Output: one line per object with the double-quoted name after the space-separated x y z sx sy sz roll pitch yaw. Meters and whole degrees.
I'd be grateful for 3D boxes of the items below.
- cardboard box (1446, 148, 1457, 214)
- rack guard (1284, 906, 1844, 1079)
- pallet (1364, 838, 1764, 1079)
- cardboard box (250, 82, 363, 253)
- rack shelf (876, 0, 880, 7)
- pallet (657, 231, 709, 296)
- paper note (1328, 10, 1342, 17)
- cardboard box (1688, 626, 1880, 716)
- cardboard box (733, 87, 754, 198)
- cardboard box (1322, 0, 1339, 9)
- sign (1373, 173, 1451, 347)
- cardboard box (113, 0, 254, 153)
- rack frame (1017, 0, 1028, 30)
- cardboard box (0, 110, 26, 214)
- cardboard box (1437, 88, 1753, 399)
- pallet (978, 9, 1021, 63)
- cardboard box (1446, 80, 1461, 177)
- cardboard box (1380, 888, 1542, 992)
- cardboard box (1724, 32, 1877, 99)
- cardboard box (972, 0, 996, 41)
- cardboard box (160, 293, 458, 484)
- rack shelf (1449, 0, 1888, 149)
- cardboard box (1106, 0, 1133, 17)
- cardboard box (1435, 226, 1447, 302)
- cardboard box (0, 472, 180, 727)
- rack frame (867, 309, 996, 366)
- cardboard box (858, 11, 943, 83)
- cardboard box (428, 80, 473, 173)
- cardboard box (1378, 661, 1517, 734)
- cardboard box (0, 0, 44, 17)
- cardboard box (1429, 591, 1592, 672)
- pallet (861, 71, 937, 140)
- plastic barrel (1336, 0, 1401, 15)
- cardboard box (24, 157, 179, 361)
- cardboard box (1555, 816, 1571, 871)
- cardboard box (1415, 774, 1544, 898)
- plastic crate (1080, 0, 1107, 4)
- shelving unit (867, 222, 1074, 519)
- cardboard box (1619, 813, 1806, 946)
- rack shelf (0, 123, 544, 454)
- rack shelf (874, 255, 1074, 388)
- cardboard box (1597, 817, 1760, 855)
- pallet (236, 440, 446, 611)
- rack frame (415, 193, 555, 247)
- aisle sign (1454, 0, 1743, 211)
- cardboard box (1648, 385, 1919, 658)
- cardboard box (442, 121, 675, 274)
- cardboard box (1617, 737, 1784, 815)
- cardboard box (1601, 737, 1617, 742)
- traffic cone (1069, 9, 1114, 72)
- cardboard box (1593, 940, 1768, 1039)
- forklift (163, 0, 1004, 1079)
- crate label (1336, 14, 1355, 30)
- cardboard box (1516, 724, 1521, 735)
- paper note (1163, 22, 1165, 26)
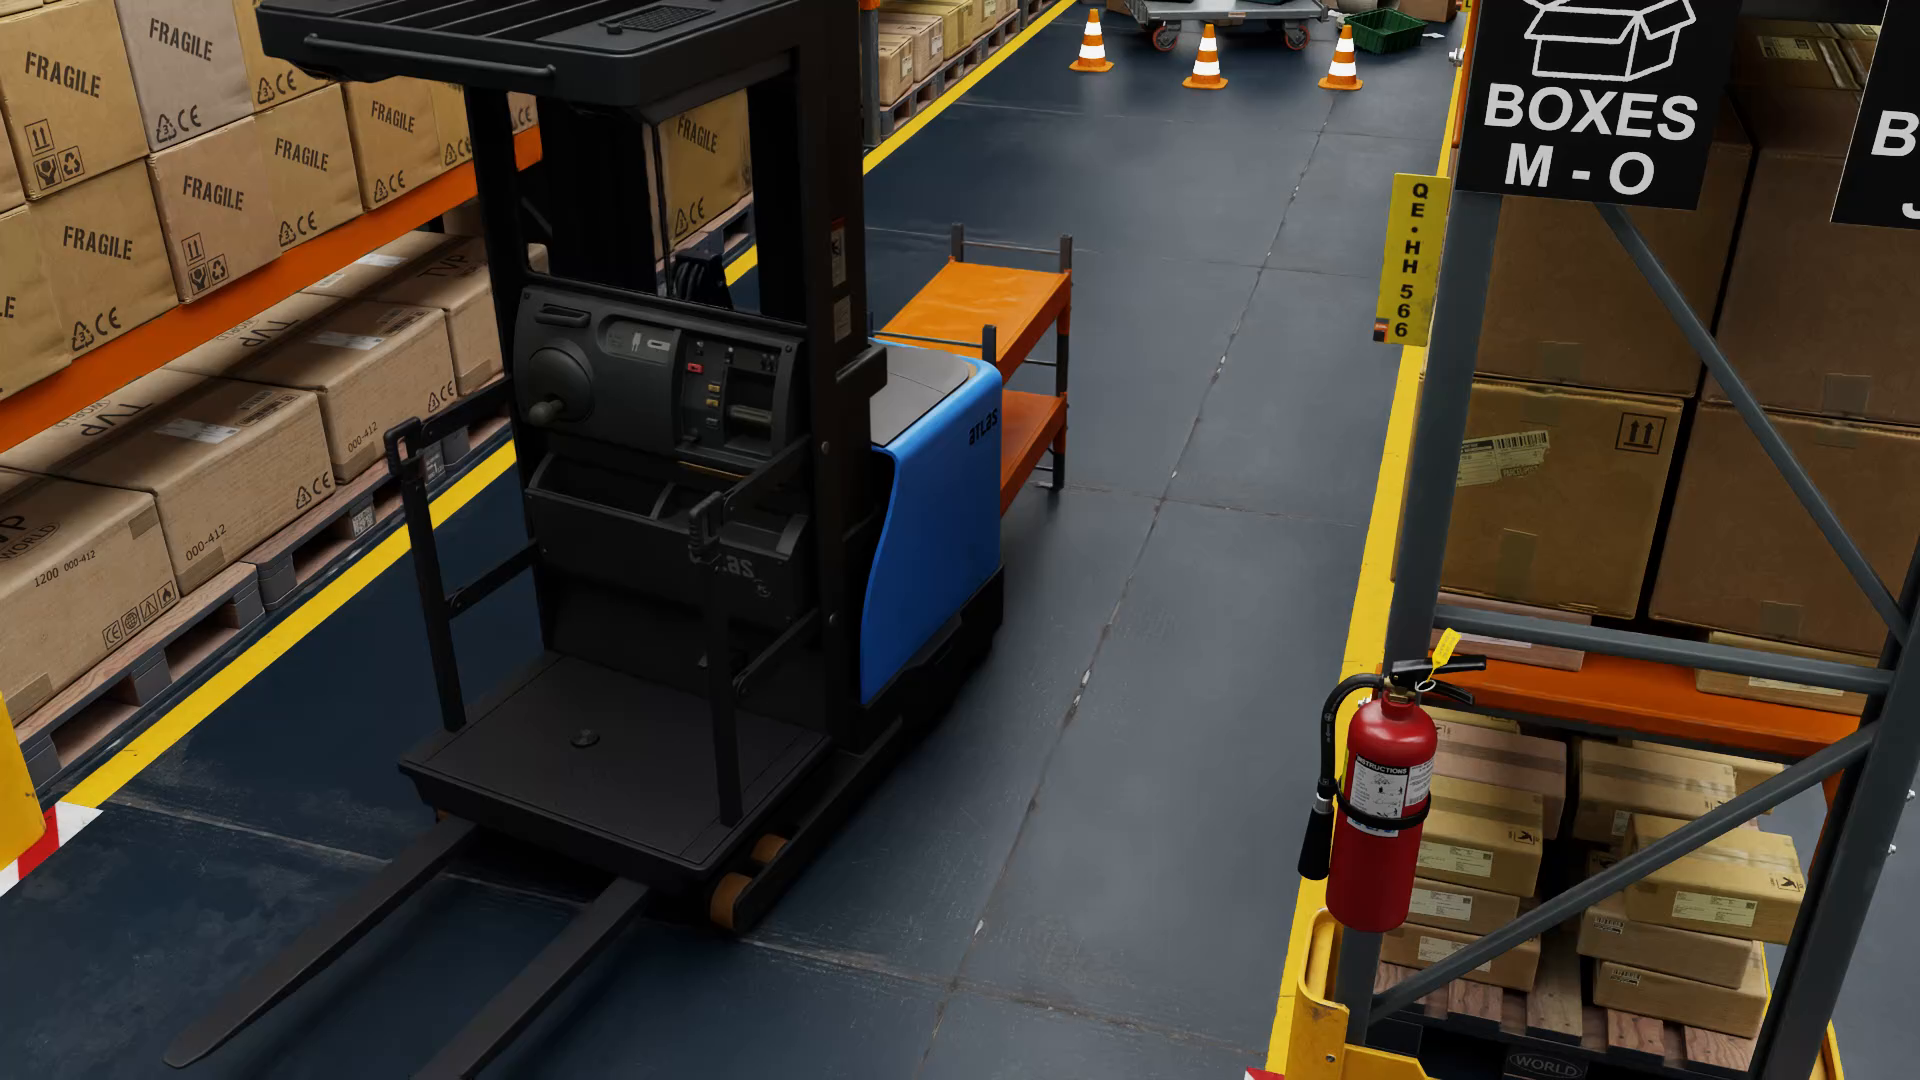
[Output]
1.547 -1.118 4.237 0.500 0.500 0.500 10 31 17 "cardboard box"
1.380 1.276 3.942 1.175 0.500 0.348 8 30 15 "rack guard"
1.652 1.030 4.681 1.003 0.211 1.213 8 30 15 "pallet"
-2.569 -1.374 6.032 0.500 0.500 0.500 10 30 17 "cardboard box"
-0.469 -4.773 12.985 1.077 0.370 4.000 8 30 15 "rack shelf"
-2.075 -1.450 9.139 1.003 0.211 1.213 8 30 15 "pallet"
3.529 -4.949 15.623 0.172 0.023 0.155 20 35 32 "paper note"
1.766 0.225 3.518 0.380 0.149 0.250 8 30 14 "cardboard box"
-1.604 -2.690 10.254 0.875 0.875 0.875 9 30 15 "cardboard box"
3.624 -5.224 15.868 0.396 0.266 0.258 14 32 23 "cardboard box"
0.833 -0.513 3.071 0.100 0.325 0.005 8 30 15 "sign"
-2.702 -1.585 5.382 0.500 0.500 0.500 8 30 14 "cardboard box"
0.118 -6.017 14.480 1.000 3.000 0.127 8 30 15 "rack frame"
-2.991 -1.103 4.516 0.500 0.500 0.500 8 30 14 "cardboard box"
1.254 -0.640 3.377 0.500 0.500 0.500 8 30 14 "cardboard box"
-0.109 -4.436 14.508 1.003 0.211 1.213 8 30 15 "pallet"
1.825 -1.159 5.340 0.500 0.500 0.500 8 30 14 "cardboard box"
1.313 1.007 4.355 0.380 0.149 0.250 9 30 16 "cardboard box"
1.885 -0.798 3.661 0.500 0.500 0.500 9 30 16 "cardboard box"
-0.241 -4.473 13.977 0.950 0.372 0.625 10 31 18 "cardboard box"
-2.779 -0.670 7.073 0.875 0.438 0.875 8 30 13 "cardboard box"
1.945 -1.707 4.387 1.077 0.370 4.000 8 30 15 "rack shelf"
1.734 -5.229 15.634 0.500 0.500 0.500 -17 34 -28 "cardboard box"
1.400 -0.439 4.044 0.500 0.500 0.500 8 30 14 "cardboard box"
-3.306 0.175 5.554 0.875 0.438 0.875 7 30 13 "cardboard box"
-0.115 -0.285 6.106 0.500 1.125 0.032 9 30 16 "rack frame"
-0.671 -3.798 12.764 0.950 0.372 0.625 8 30 14 "cardboard box"
-2.267 -1.851 6.889 0.500 0.500 0.500 8 30 14 "cardboard box"
1.354 0.492 4.668 0.380 0.149 0.250 8 30 14 "cardboard box"
-2.840 -1.566 4.681 0.380 0.149 0.250 9 30 16 "cardboard box"
1.183 0.137 3.676 0.380 0.149 0.250 9 30 15 "cardboard box"
-0.825 -3.302 12.469 1.003 0.211 1.213 8 30 15 "pallet"
3.747 -4.978 15.263 0.421 0.421 0.512 -17 34 -28 "plastic barrel"
-2.867 -0.905 5.189 0.500 0.500 0.500 8 30 14 "cardboard box"
1.882 0.834 4.666 0.380 0.149 0.250 9 30 15 "cardboard box"
1.271 0.739 4.224 0.380 0.149 0.250 9 30 15 "cardboard box"
1.363 -5.354 16.291 0.402 0.080 0.583 -1 29 -3 "plastic crate"
0.046 -0.520 6.527 0.538 1.125 1.048 9 30 16 "shelving unit"
1.836 0.826 4.067 0.380 0.149 0.250 7 30 13 "cardboard box"
-2.817 -1.055 6.301 1.077 0.370 4.000 8 30 15 "rack shelf"
0.046 -0.776 6.385 0.538 0.278 1.000 9 30 16 "rack shelf"
1.891 0.825 4.375 0.380 0.149 0.250 8 30 15 "cardboard box"
-2.884 -0.169 6.838 1.003 0.211 1.213 8 30 15 "pallet"
-2.230 -2.299 7.797 1.000 3.000 0.127 8 30 15 "rack frame"
1.049 -0.926 2.654 0.394 0.787 0.004 8 30 15 "aisle sign"
1.754 -0.124 3.478 0.500 0.500 0.500 10 31 17 "cardboard box"
-2.124 -1.854 8.750 0.875 0.875 0.875 9 30 16 "cardboard box"
1.999 0.582 4.506 0.380 0.149 0.250 8 30 15 "cardboard box"
2.058 0.595 4.789 0.380 0.149 0.250 9 30 16 "cardboard box"
1.093 -4.132 13.702 0.336 0.463 0.334 8 30 15 "traffic cone"
1.817 1.084 4.217 0.380 0.149 0.250 9 30 16 "cardboard box"
-0.955 -0.410 4.472 1.130 2.935 3.031 14 32 23 "forklift"
3.545 -4.646 14.961 0.298 0.136 0.250 -12 31 -20 "crate label"
1.391 0.624 4.738 0.380 0.149 0.250 7 30 13 "cardboard box"
1.905 -4.722 15.207 0.148 0.019 0.142 8 30 15 "paper note"
